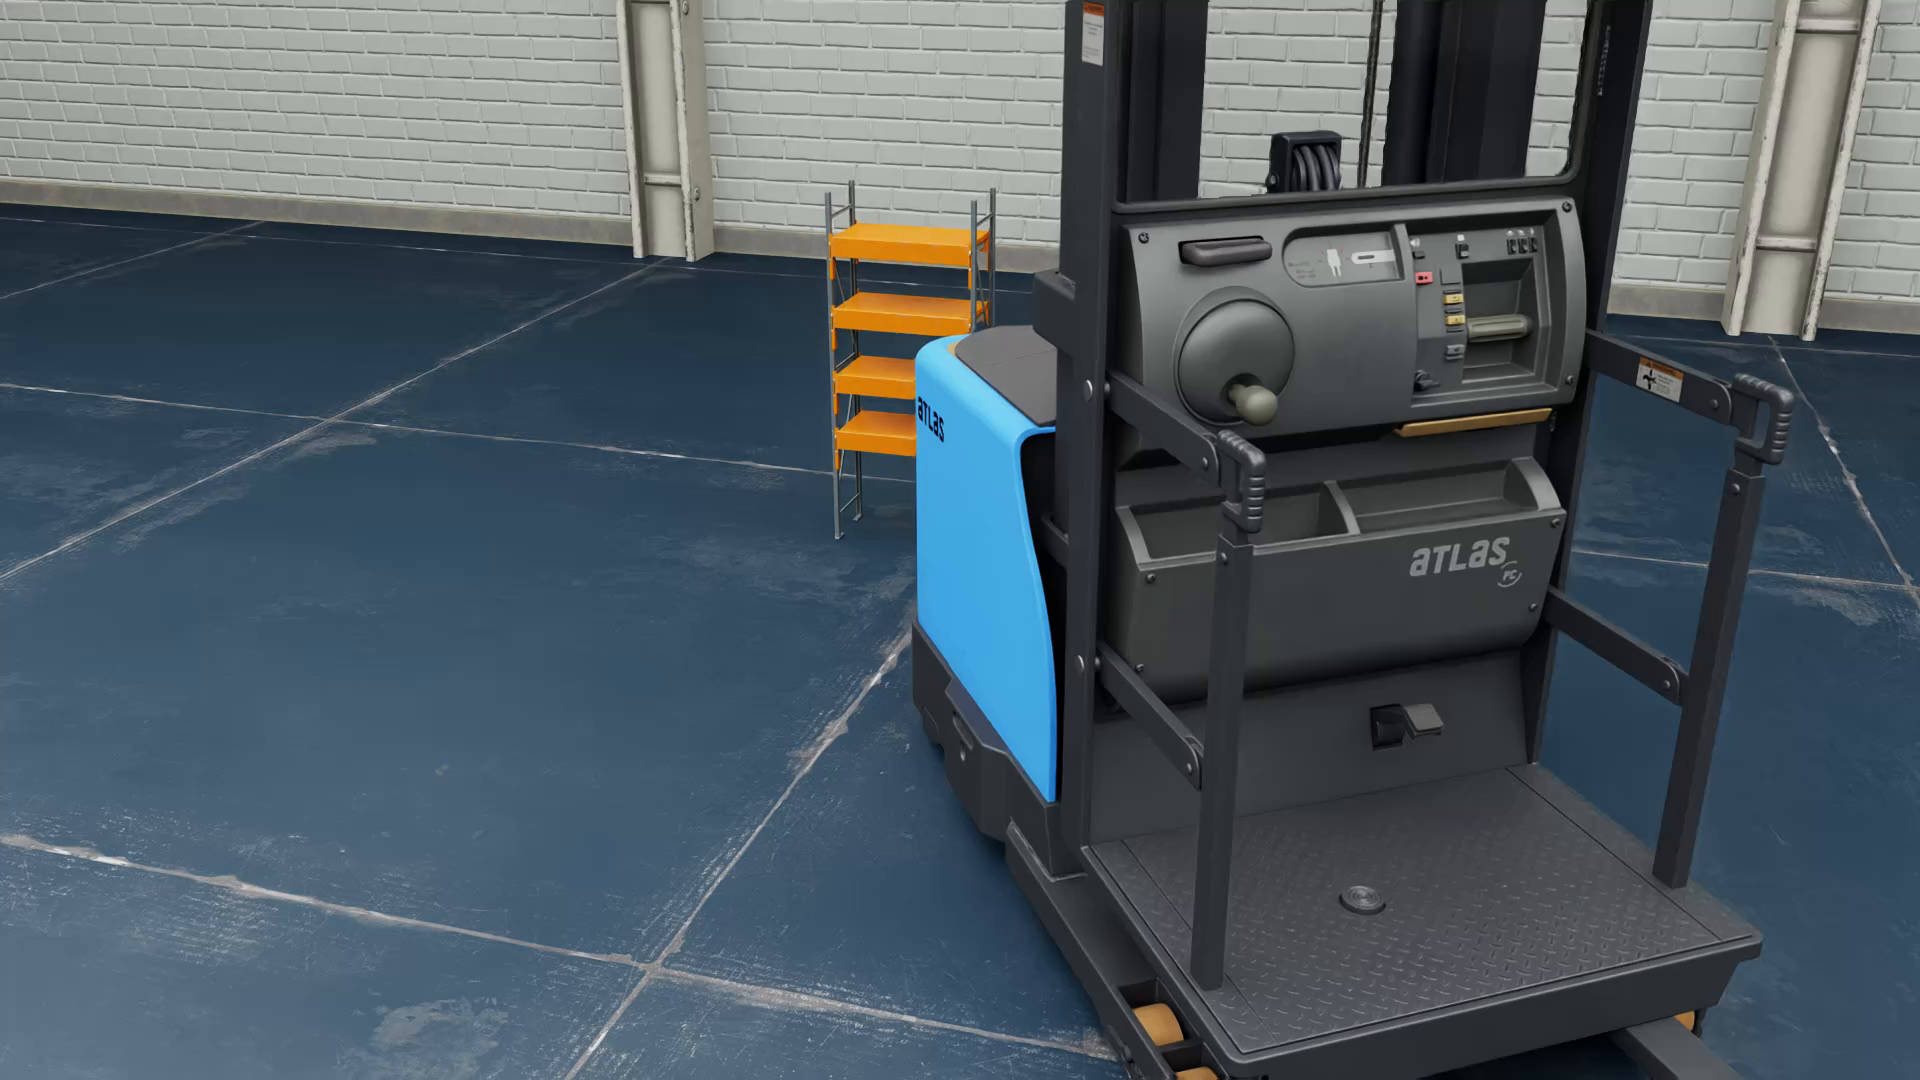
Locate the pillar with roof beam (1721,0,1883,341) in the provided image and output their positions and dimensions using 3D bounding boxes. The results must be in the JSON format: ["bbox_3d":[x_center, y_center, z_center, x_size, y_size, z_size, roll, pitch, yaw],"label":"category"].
[{"bbox_3d":[2.799,-3.652,2.816,0.400,9.000,9.100,7,23,16],"label":"pillar with roof beam"}]

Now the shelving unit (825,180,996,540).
[{"bbox_3d":[-0.158,-0.573,5.587,0.503,1.200,0.258,7,23,16],"label":"shelving unit"}]

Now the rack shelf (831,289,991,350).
[{"bbox_3d":[-0.158,-0.718,5.527,0.480,0.148,0.258,7,23,16],"label":"rack shelf"}]

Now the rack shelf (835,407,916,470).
[{"bbox_3d":[-0.158,-0.327,5.687,0.480,0.148,0.258,7,23,16],"label":"rack shelf"}]

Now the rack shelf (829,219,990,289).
[{"bbox_3d":[-0.158,-0.937,5.437,0.480,0.148,0.258,7,23,16],"label":"rack shelf"}]

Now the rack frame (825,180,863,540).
[{"bbox_3d":[-0.392,-0.600,5.652,0.015,1.200,0.240,7,23,16],"label":"rack frame"}]

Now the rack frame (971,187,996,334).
[{"bbox_3d":[0.075,-0.547,5.521,0.015,1.200,0.240,7,23,16],"label":"rack frame"}]

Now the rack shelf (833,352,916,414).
[{"bbox_3d":[-0.158,-0.511,5.612,0.480,0.148,0.258,7,23,16],"label":"rack shelf"}]

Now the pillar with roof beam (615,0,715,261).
[{"bbox_3d":[-2.946,-4.310,4.419,0.400,9.000,9.100,7,23,16],"label":"pillar with roof beam"}]

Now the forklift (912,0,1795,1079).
[{"bbox_3d":[0.817,-0.400,2.884,1.130,2.935,3.031,-7,23,-17],"label":"forklift"}]
